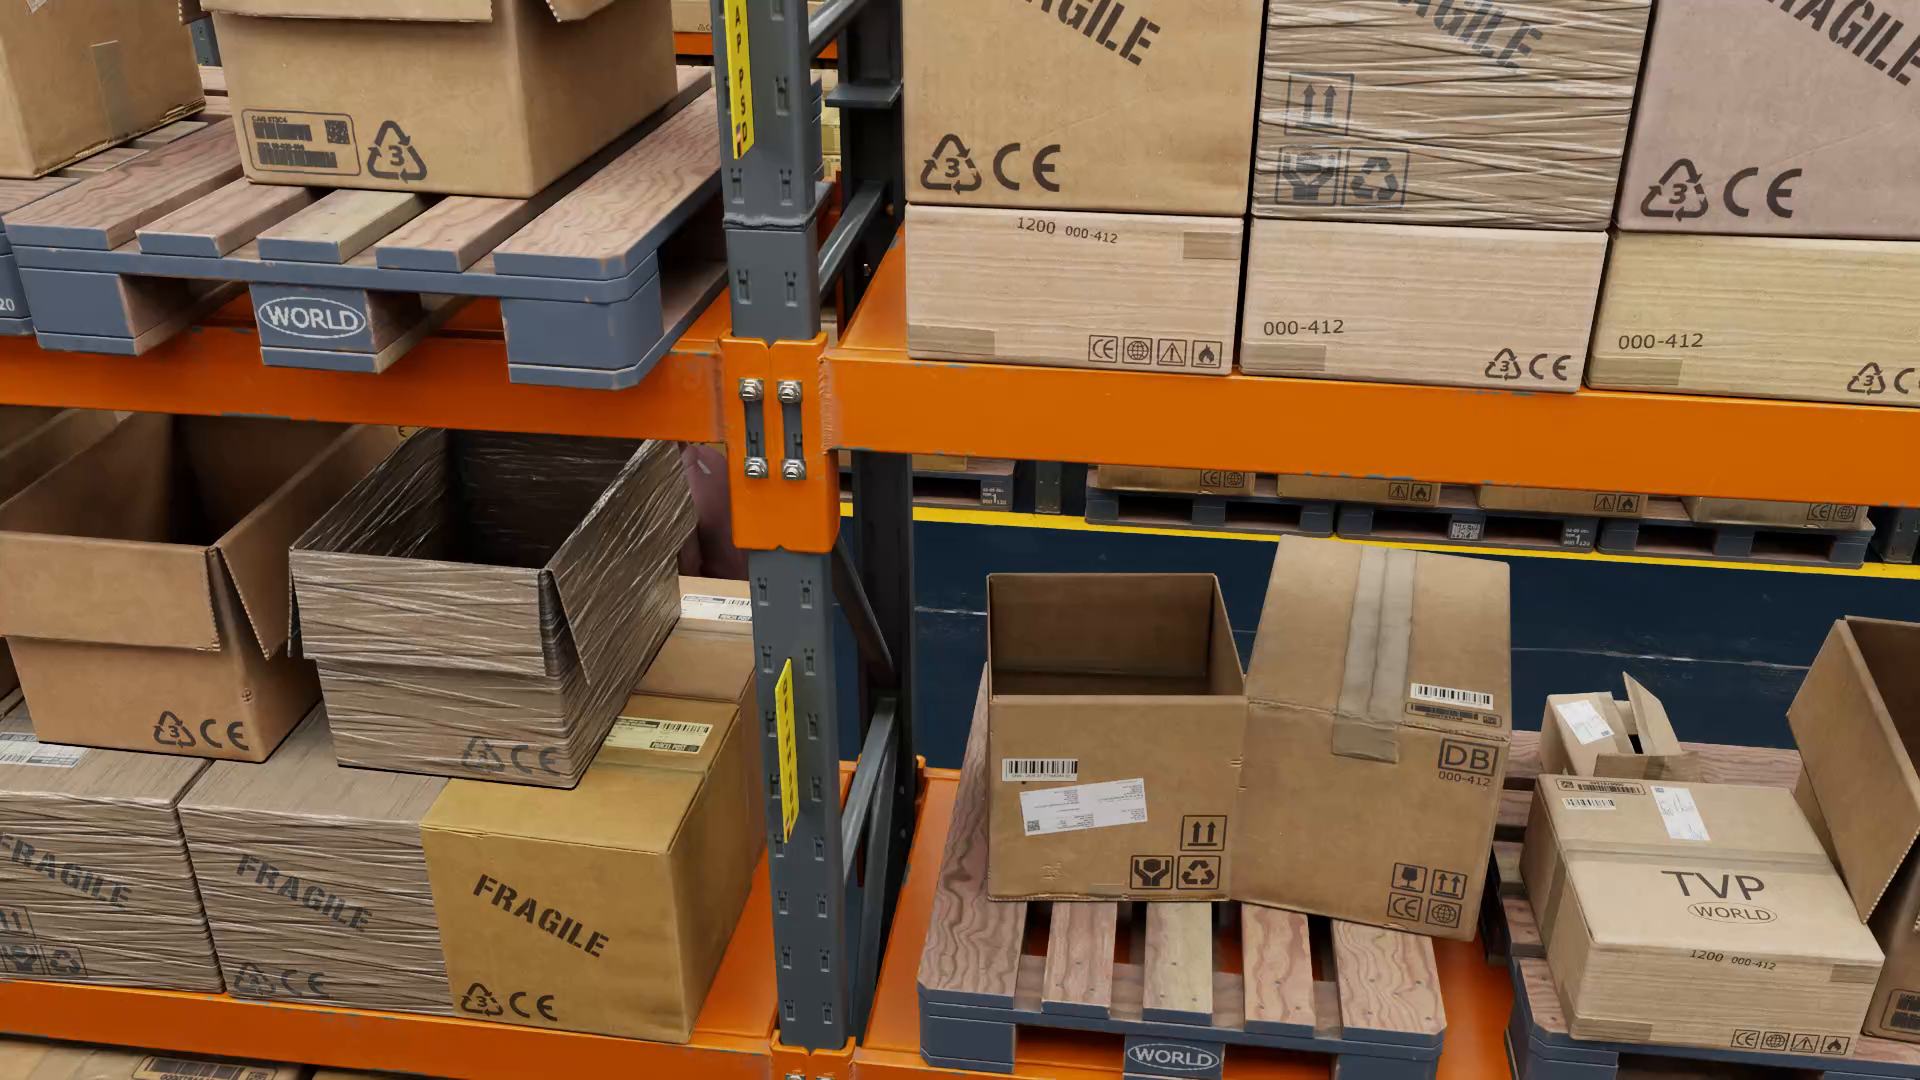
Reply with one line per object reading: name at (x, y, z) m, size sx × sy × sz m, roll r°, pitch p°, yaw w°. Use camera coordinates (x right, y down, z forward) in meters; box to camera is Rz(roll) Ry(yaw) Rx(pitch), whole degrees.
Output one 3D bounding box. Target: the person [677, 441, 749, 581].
person at (-0.891, 0.324, 5.529) m, size 0.422 × 1.774 × 0.642 m, roll 3°, pitch 28°, yaw 6°
